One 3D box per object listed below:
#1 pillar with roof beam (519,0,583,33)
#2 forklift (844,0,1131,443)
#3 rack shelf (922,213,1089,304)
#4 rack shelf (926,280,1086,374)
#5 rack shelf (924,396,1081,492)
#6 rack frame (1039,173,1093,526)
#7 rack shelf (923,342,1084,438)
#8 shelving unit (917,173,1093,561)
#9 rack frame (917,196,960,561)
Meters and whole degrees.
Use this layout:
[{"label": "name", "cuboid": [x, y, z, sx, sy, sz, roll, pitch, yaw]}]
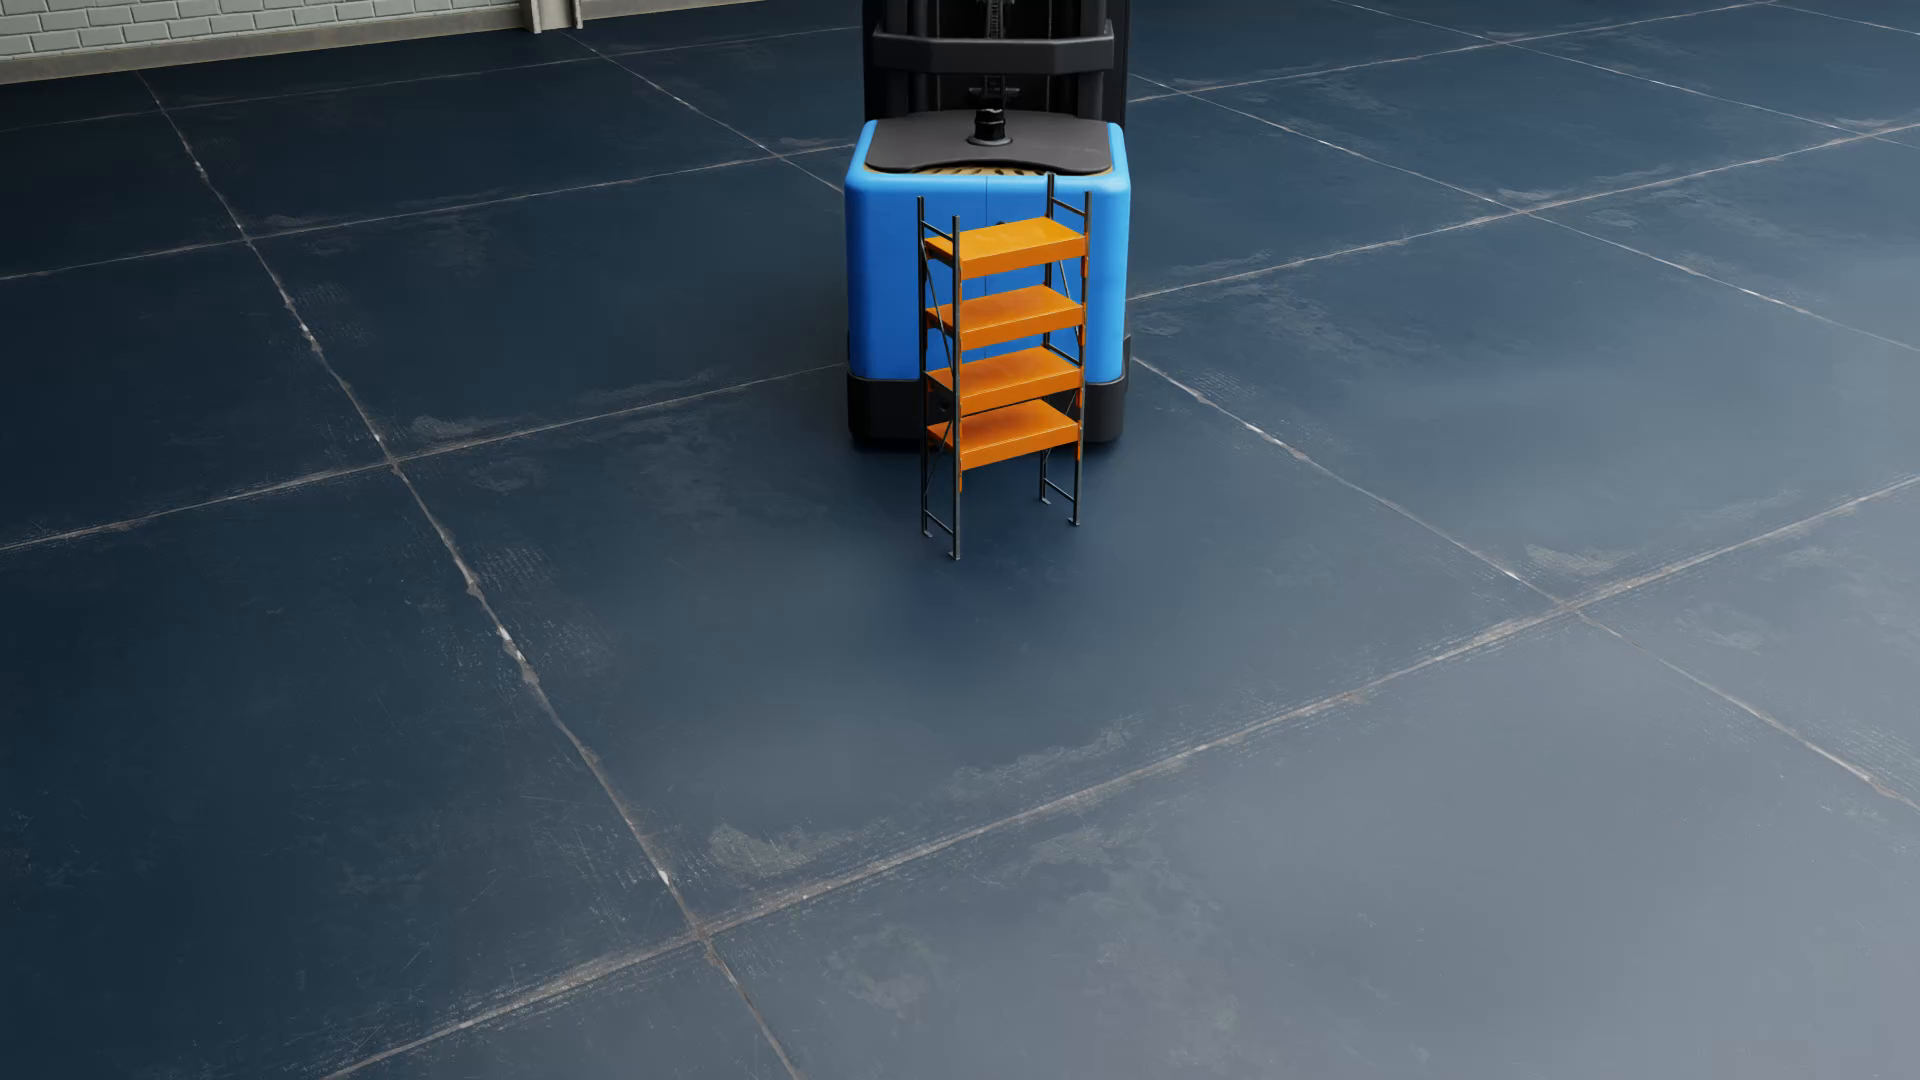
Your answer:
[{"label": "pillar with roof beam", "cuboid": [-1.013, -6.168, 7.613, 0.400, 9.000, 9.100, -16, 33, -26]}, {"label": "forklift", "cuboid": [0.157, -2.326, 6.932, 1.130, 2.935, 3.031, 1, 29, 2]}, {"label": "rack shelf", "cuboid": [0.143, -0.910, 5.344, 0.480, 0.148, 0.258, -16, 33, -26]}, {"label": "rack shelf", "cuboid": [0.143, -0.703, 5.458, 0.480, 0.148, 0.258, -16, 33, -26]}, {"label": "rack shelf", "cuboid": [0.143, -0.333, 5.662, 0.480, 0.148, 0.258, -16, 33, -26]}, {"label": "rack frame", "cuboid": [0.353, -0.626, 5.642, 0.015, 1.200, 0.240, -16, 33, -26]}, {"label": "rack shelf", "cuboid": [0.143, -0.507, 5.566, 0.480, 0.148, 0.258, -16, 33, -26]}, {"label": "shelving unit", "cuboid": [0.143, -0.566, 5.534, 0.503, 1.200, 0.258, -16, 33, -26]}, {"label": "rack frame", "cuboid": [-0.068, -0.506, 5.425, 0.015, 1.200, 0.240, -16, 33, -26]}]
